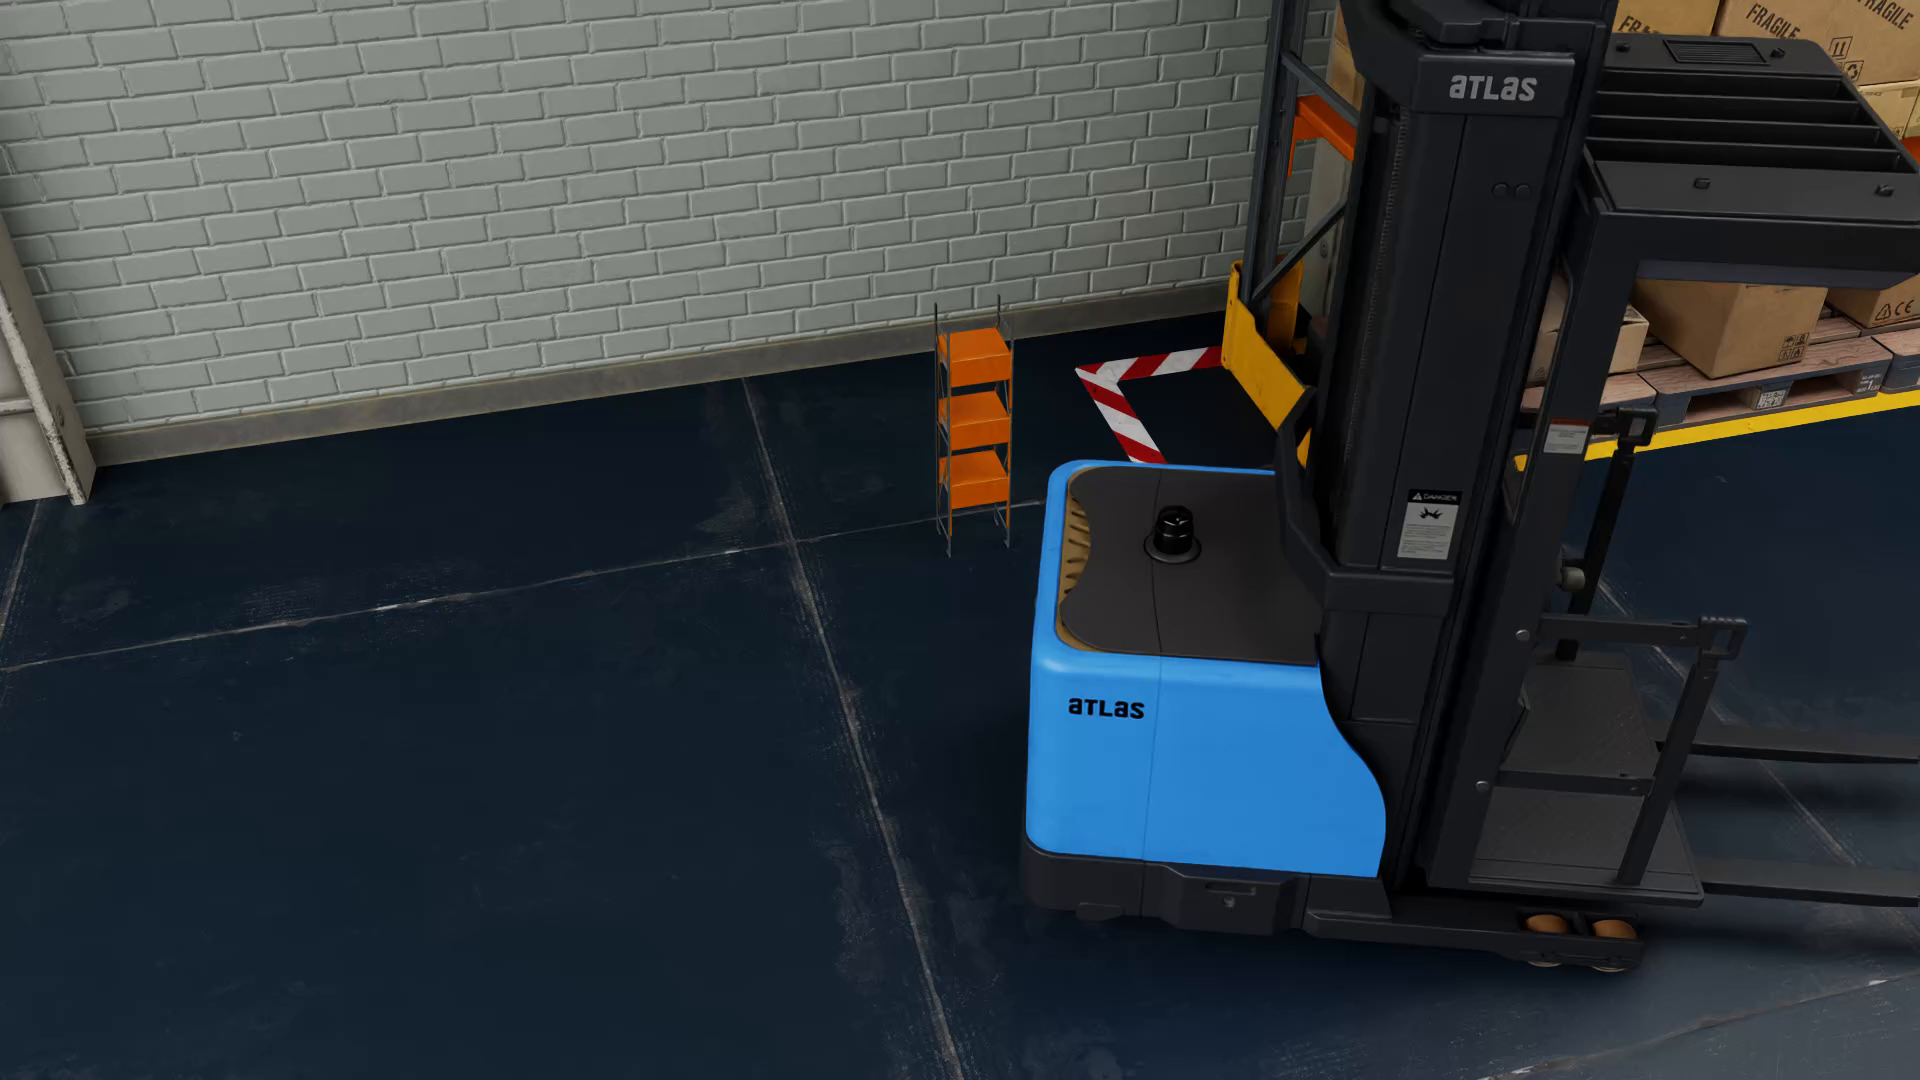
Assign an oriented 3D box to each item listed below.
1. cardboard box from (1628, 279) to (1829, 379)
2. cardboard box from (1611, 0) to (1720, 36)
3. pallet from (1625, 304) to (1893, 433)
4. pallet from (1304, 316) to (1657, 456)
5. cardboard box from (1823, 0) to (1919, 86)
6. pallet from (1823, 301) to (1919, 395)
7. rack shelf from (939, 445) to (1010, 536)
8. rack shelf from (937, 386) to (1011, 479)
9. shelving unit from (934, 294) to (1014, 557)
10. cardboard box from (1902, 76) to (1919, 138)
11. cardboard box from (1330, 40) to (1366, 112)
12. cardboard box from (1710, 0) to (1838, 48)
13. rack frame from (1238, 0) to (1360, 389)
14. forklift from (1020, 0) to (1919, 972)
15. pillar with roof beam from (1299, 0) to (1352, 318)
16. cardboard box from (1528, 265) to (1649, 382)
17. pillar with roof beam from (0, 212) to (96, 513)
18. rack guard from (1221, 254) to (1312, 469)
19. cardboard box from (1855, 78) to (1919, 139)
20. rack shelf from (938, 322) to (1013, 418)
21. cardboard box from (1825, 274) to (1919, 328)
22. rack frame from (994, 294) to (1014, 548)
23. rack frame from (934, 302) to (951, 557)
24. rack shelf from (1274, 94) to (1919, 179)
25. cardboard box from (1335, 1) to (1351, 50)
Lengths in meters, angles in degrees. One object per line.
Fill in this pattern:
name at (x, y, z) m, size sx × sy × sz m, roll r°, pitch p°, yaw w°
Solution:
cardboard box at (3.425, -1.152, 7.482) m, size 0.500 × 0.500 × 0.700 m, roll -12°, pitch 39°, yaw -15°
cardboard box at (2.480, -1.954, 6.325) m, size 0.500 × 0.500 × 0.500 m, roll -9°, pitch 38°, yaw -12°
pallet at (3.504, -0.939, 7.804) m, size 1.213 × 0.211 × 1.003 m, roll -9°, pitch 38°, yaw -12°
pallet at (2.328, -0.748, 7.554) m, size 1.213 × 0.211 × 1.003 m, roll -9°, pitch 38°, yaw -12°
cardboard box at (3.476, -2.121, 6.543) m, size 0.500 × 0.500 × 0.500 m, roll -8°, pitch 38°, yaw -11°
pallet at (4.684, -1.135, 8.060) m, size 1.213 × 0.211 × 1.003 m, roll -9°, pitch 38°, yaw -12°
rack shelf at (0.052, -0.196, 6.617) m, size 0.240 × 0.259 × 0.215 m, roll -9°, pitch 38°, yaw -12°
rack shelf at (0.052, -0.417, 6.449) m, size 0.240 × 0.259 × 0.215 m, roll -9°, pitch 38°, yaw -12°
shelving unit at (0.052, -0.425, 6.442) m, size 0.252 × 1.050 × 0.215 m, roll -9°, pitch 38°, yaw -12°
cardboard box at (3.980, -1.902, 6.875) m, size 0.500 × 0.250 × 0.500 m, roll -10°, pitch 38°, yaw -12°
cardboard box at (1.862, -1.872, 6.835) m, size 0.500 × 0.250 × 0.500 m, roll -9°, pitch 38°, yaw -11°
cardboard box at (2.981, -2.032, 6.427) m, size 0.500 × 0.500 × 0.500 m, roll -11°, pitch 39°, yaw -13°
rack frame at (1.461, -1.736, 6.550) m, size 0.127 × 3.000 × 1.000 m, roll -9°, pitch 38°, yaw -12°
forklift at (1.737, -0.197, 4.595) m, size 3.031 × 2.935 × 1.130 m, roll 4°, pitch 38°, yaw 5°
pillar with roof beam at (3.034, -2.212, 2.235) m, size 0.400 × 9.000 × 9.100 m, roll -9°, pitch 38°, yaw -12°
cardboard box at (2.703, -0.990, 7.426) m, size 0.500 × 0.311 × 0.500 m, roll -6°, pitch 38°, yaw -8°
pillar with roof beam at (-2.758, -1.261, 0.992) m, size 0.400 × 9.000 × 9.100 m, roll -9°, pitch 38°, yaw -12°
rack guard at (1.535, -0.755, 7.325) m, size 0.348 × 0.500 × 1.175 m, roll -9°, pitch 38°, yaw -12°
cardboard box at (3.495, -1.822, 6.770) m, size 0.500 × 0.250 × 0.500 m, roll -9°, pitch 38°, yaw -12°
rack shelf at (0.052, -0.642, 6.276) m, size 0.240 × 0.259 × 0.215 m, roll -9°, pitch 38°, yaw -12°
cardboard box at (4.332, -1.363, 7.759) m, size 0.500 × 0.500 × 0.500 m, roll -12°, pitch 39°, yaw -15°
rack frame at (0.169, -0.445, 6.467) m, size 0.008 × 1.050 × 0.200 m, roll -9°, pitch 38°, yaw -12°
rack frame at (-0.066, -0.406, 6.417) m, size 0.008 × 1.050 × 0.200 m, roll -9°, pitch 38°, yaw -12°
rack shelf at (3.392, -1.767, 7.183) m, size 4.000 × 0.370 × 1.077 m, roll -9°, pitch 38°, yaw -12°
cardboard box at (1.861, -2.181, 6.622) m, size 0.500 × 0.500 × 0.500 m, roll -10°, pitch 38°, yaw -12°
